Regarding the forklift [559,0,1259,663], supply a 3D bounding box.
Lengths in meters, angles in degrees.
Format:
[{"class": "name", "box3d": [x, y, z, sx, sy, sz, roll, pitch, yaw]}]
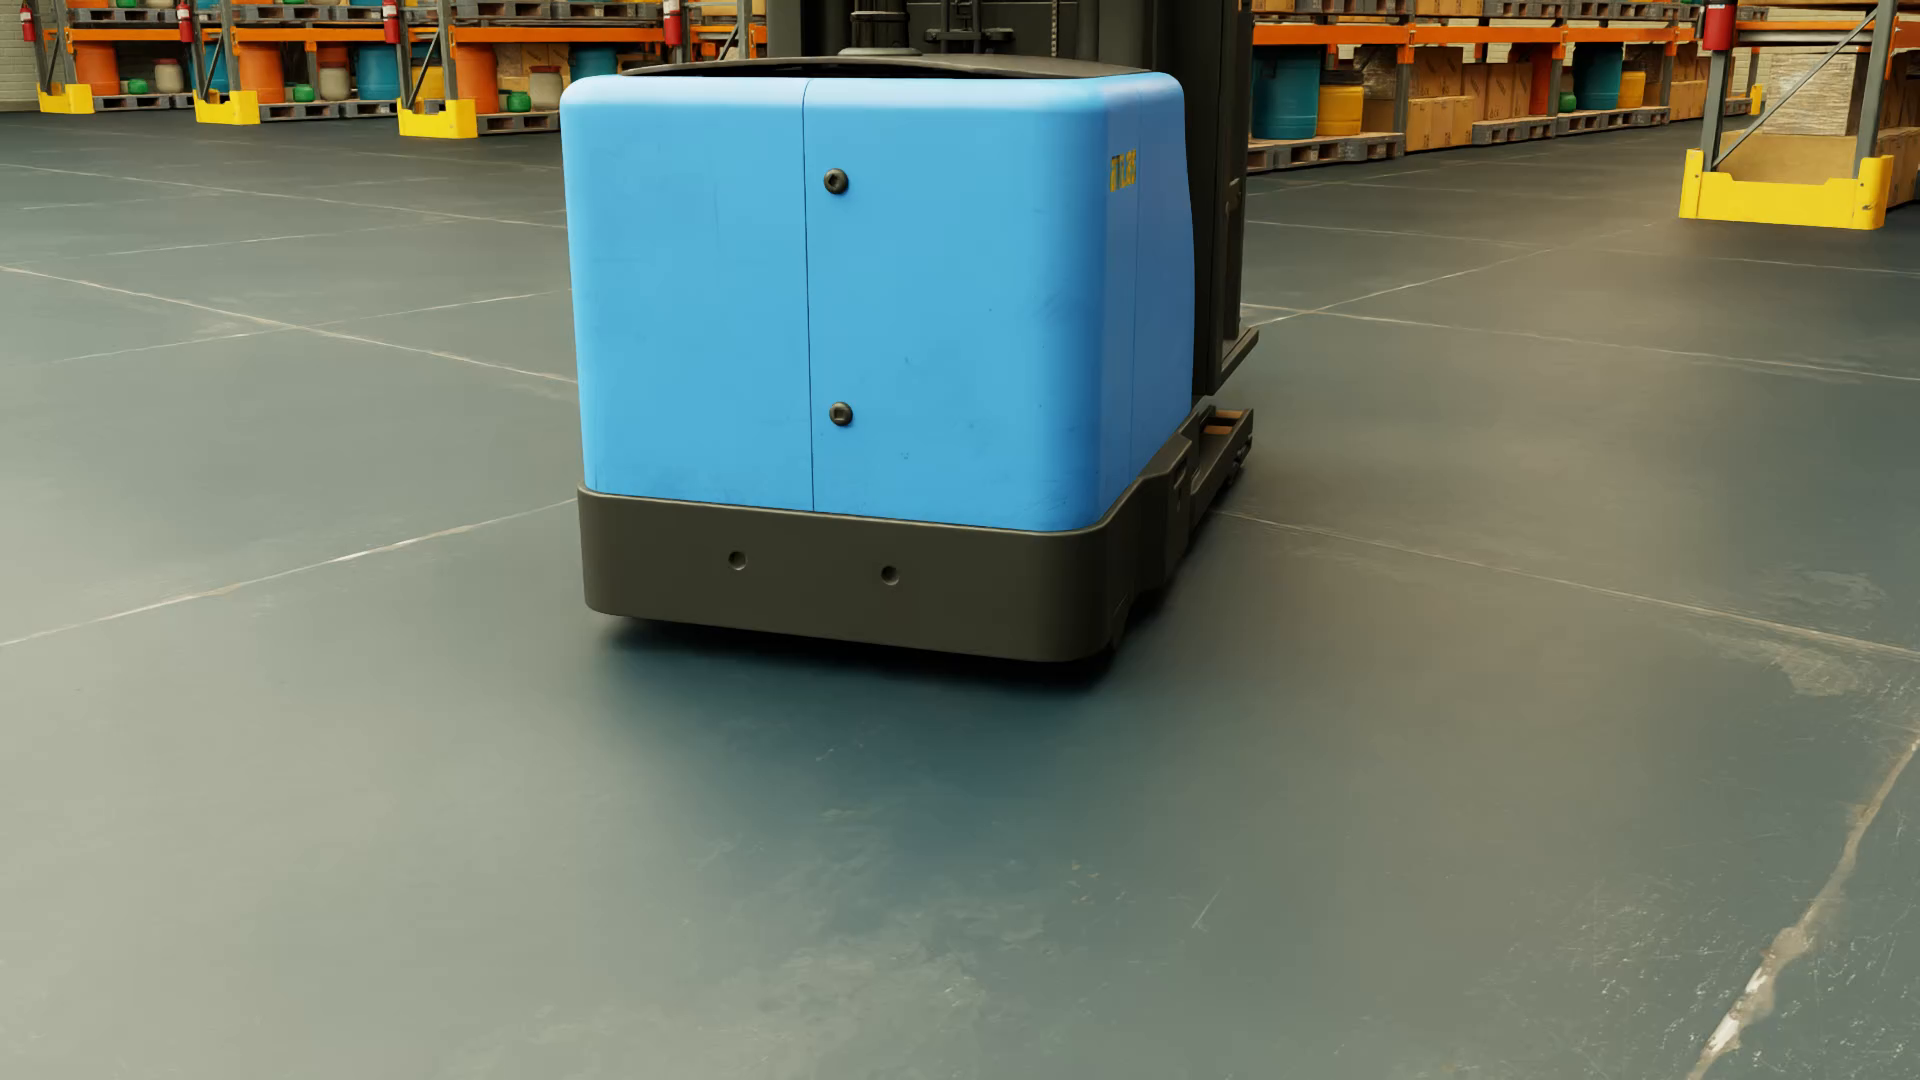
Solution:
[{"class": "forklift", "box3d": [0.182, -1.571, 4.072, 1.130, 2.935, 3.031, 5, 18, 17]}]
